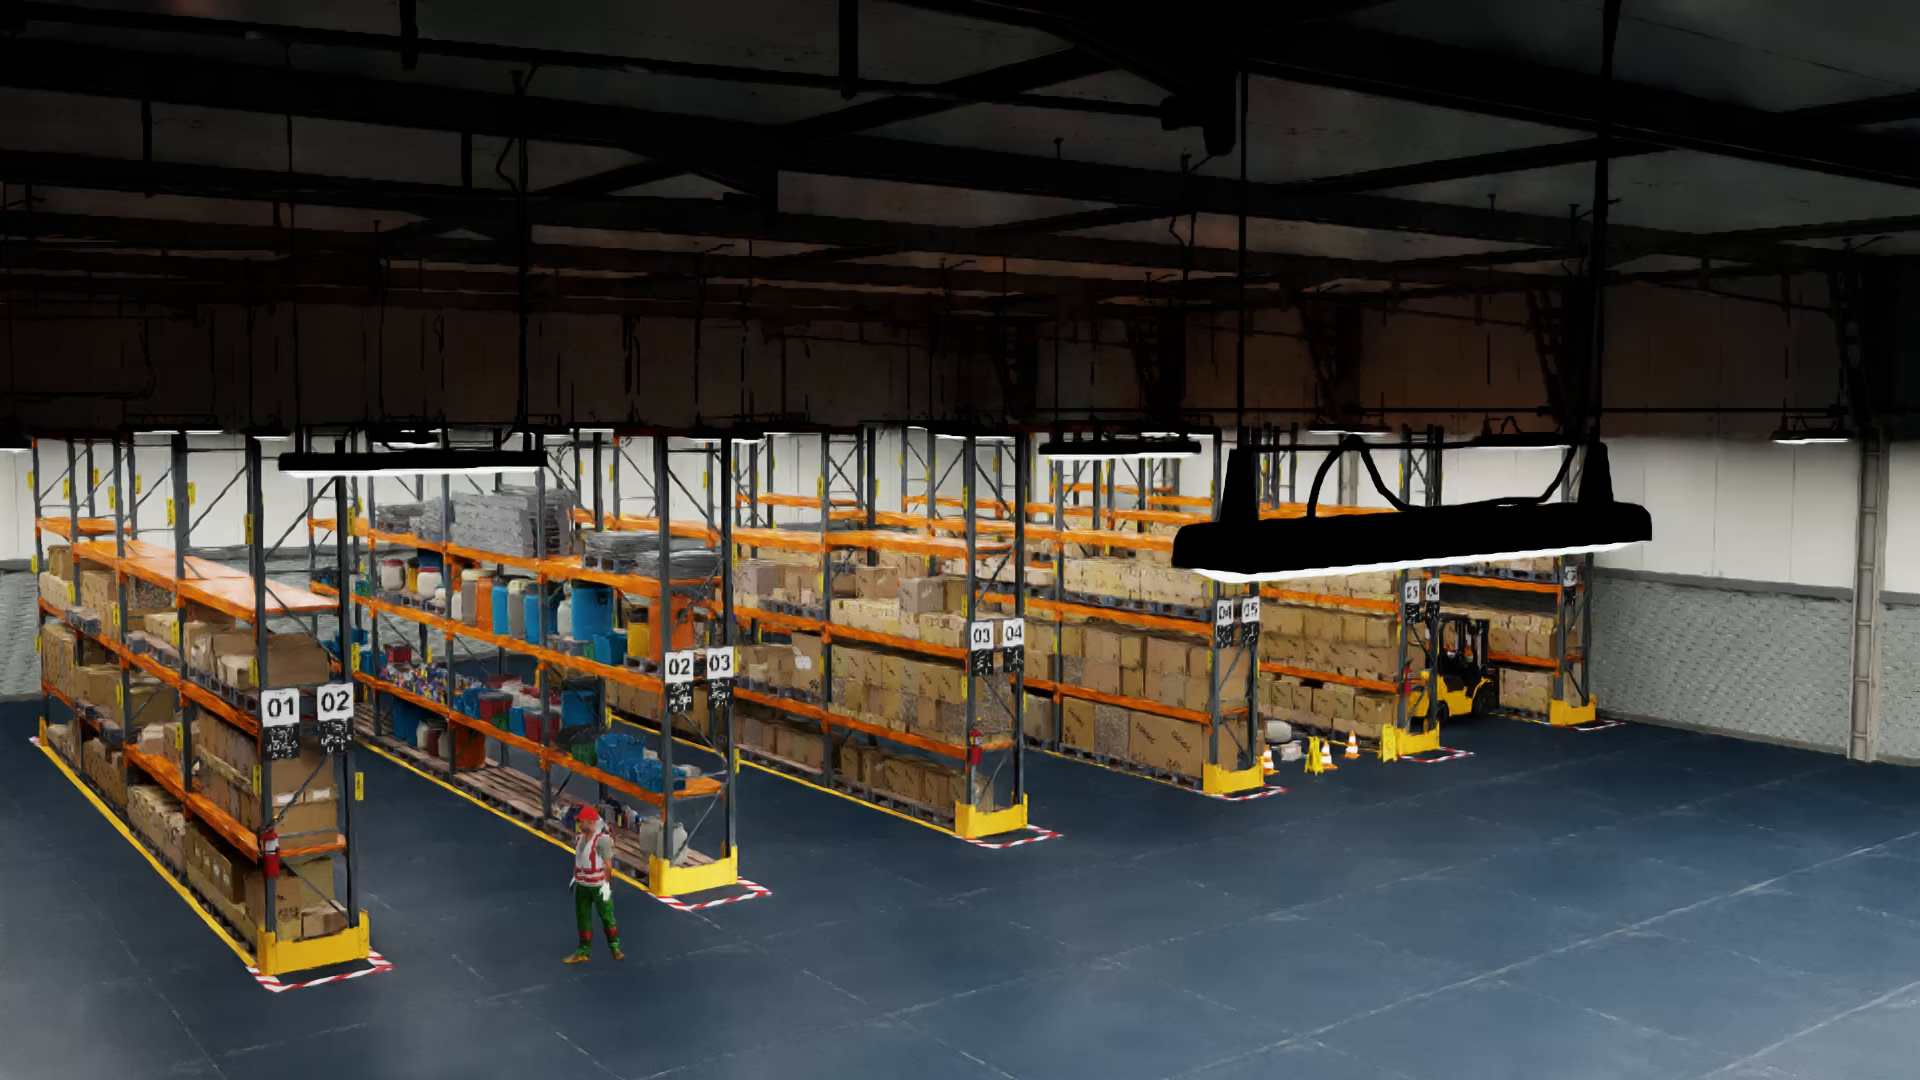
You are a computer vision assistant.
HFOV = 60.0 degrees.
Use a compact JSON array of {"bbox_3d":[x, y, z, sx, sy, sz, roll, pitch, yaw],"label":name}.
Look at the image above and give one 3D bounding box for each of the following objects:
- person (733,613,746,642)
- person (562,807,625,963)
[{"bbox_3d":[-5.675,2.186,42.467,0.515,1.643,0.540,0,4,0],"label":"person"},{"bbox_3d":[-4.214,3.946,19.088,0.670,1.791,0.558,3,5,31],"label":"person"}]
